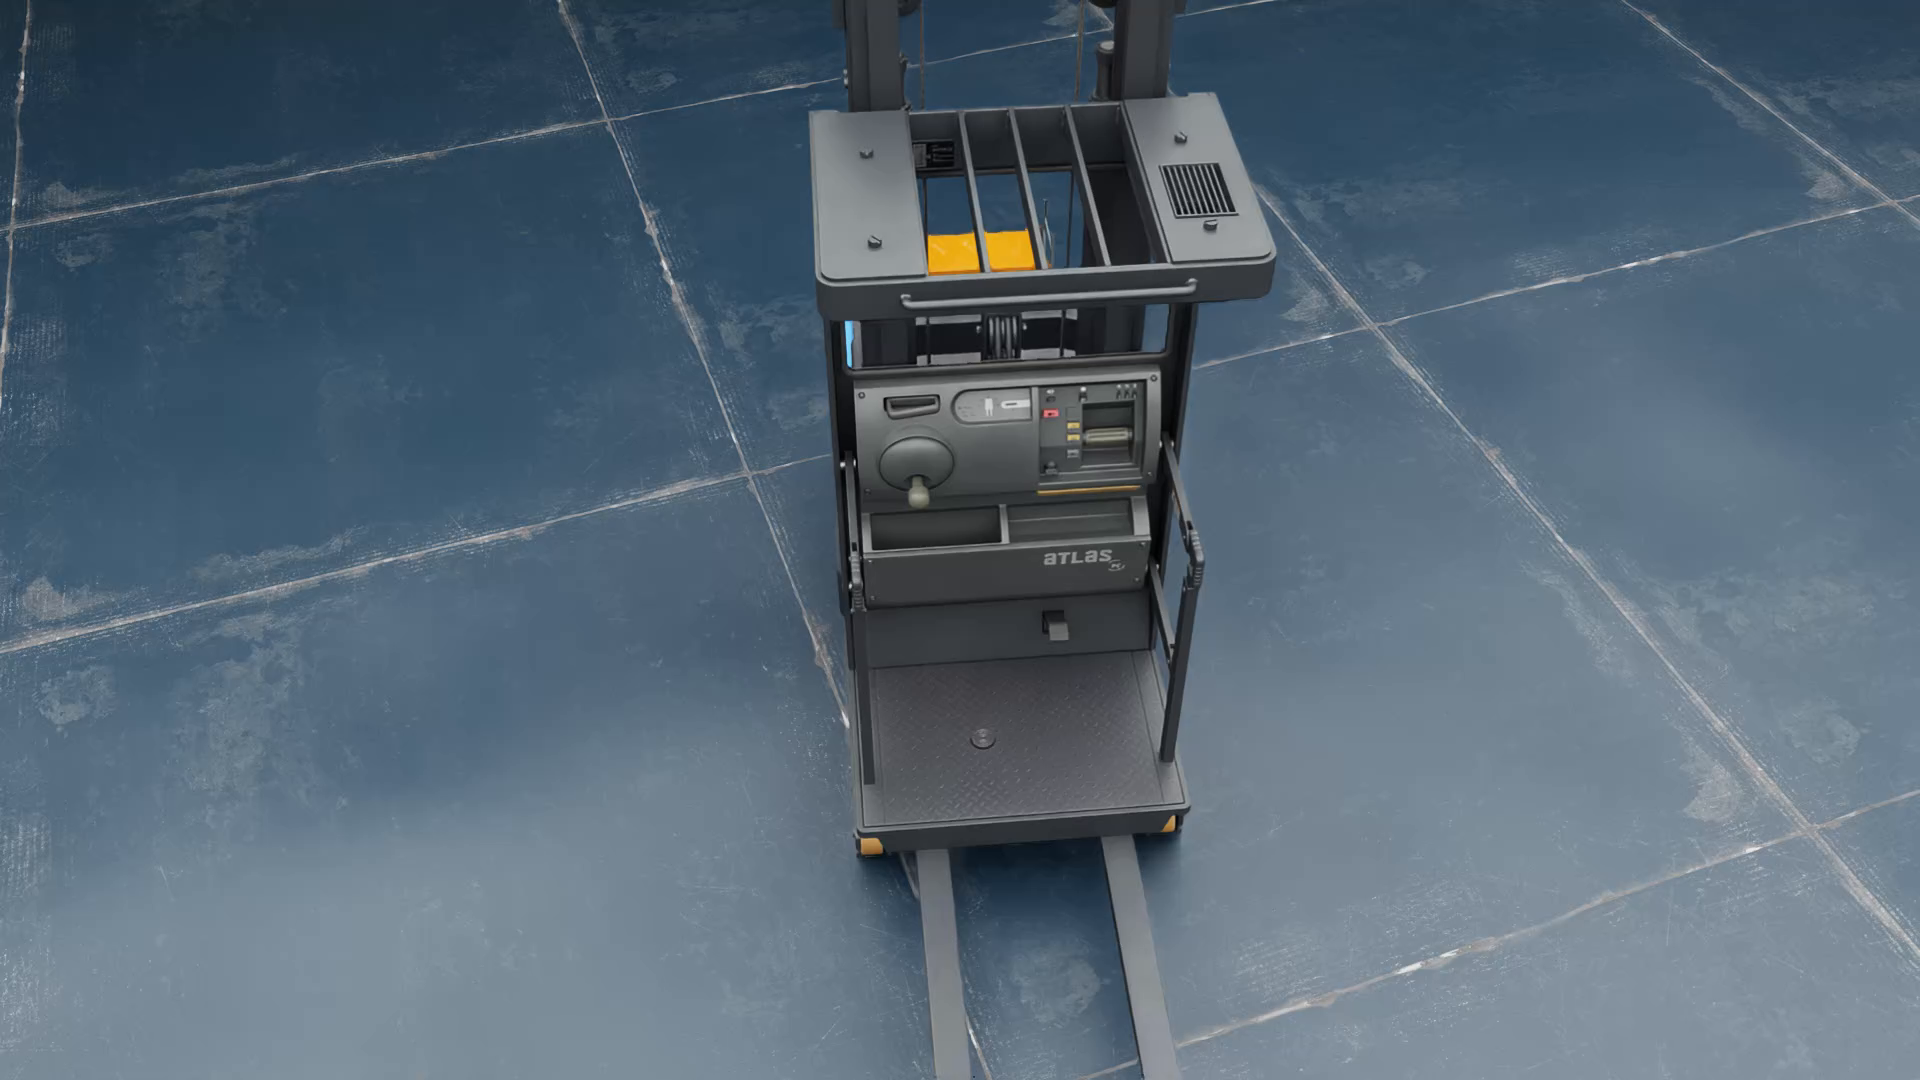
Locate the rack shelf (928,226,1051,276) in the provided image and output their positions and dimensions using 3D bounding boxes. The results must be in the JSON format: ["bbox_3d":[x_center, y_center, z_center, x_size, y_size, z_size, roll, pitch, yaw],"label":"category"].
[{"bbox_3d":[0.093,-1.067,6.410,0.480,0.148,0.258,-4,45,-4],"label":"rack shelf"}]

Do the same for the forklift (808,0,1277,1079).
[{"bbox_3d":[0.169,-0.218,4.898,1.130,2.935,3.031,-4,45,-4],"label":"forklift"}]

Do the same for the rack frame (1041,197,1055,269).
[{"bbox_3d":[0.336,-0.803,6.701,0.015,1.200,0.240,-4,45,-4],"label":"rack frame"}]

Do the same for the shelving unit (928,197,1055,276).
[{"bbox_3d":[0.093,-0.787,6.686,0.503,1.200,0.258,-4,45,-4],"label":"shelving unit"}]
